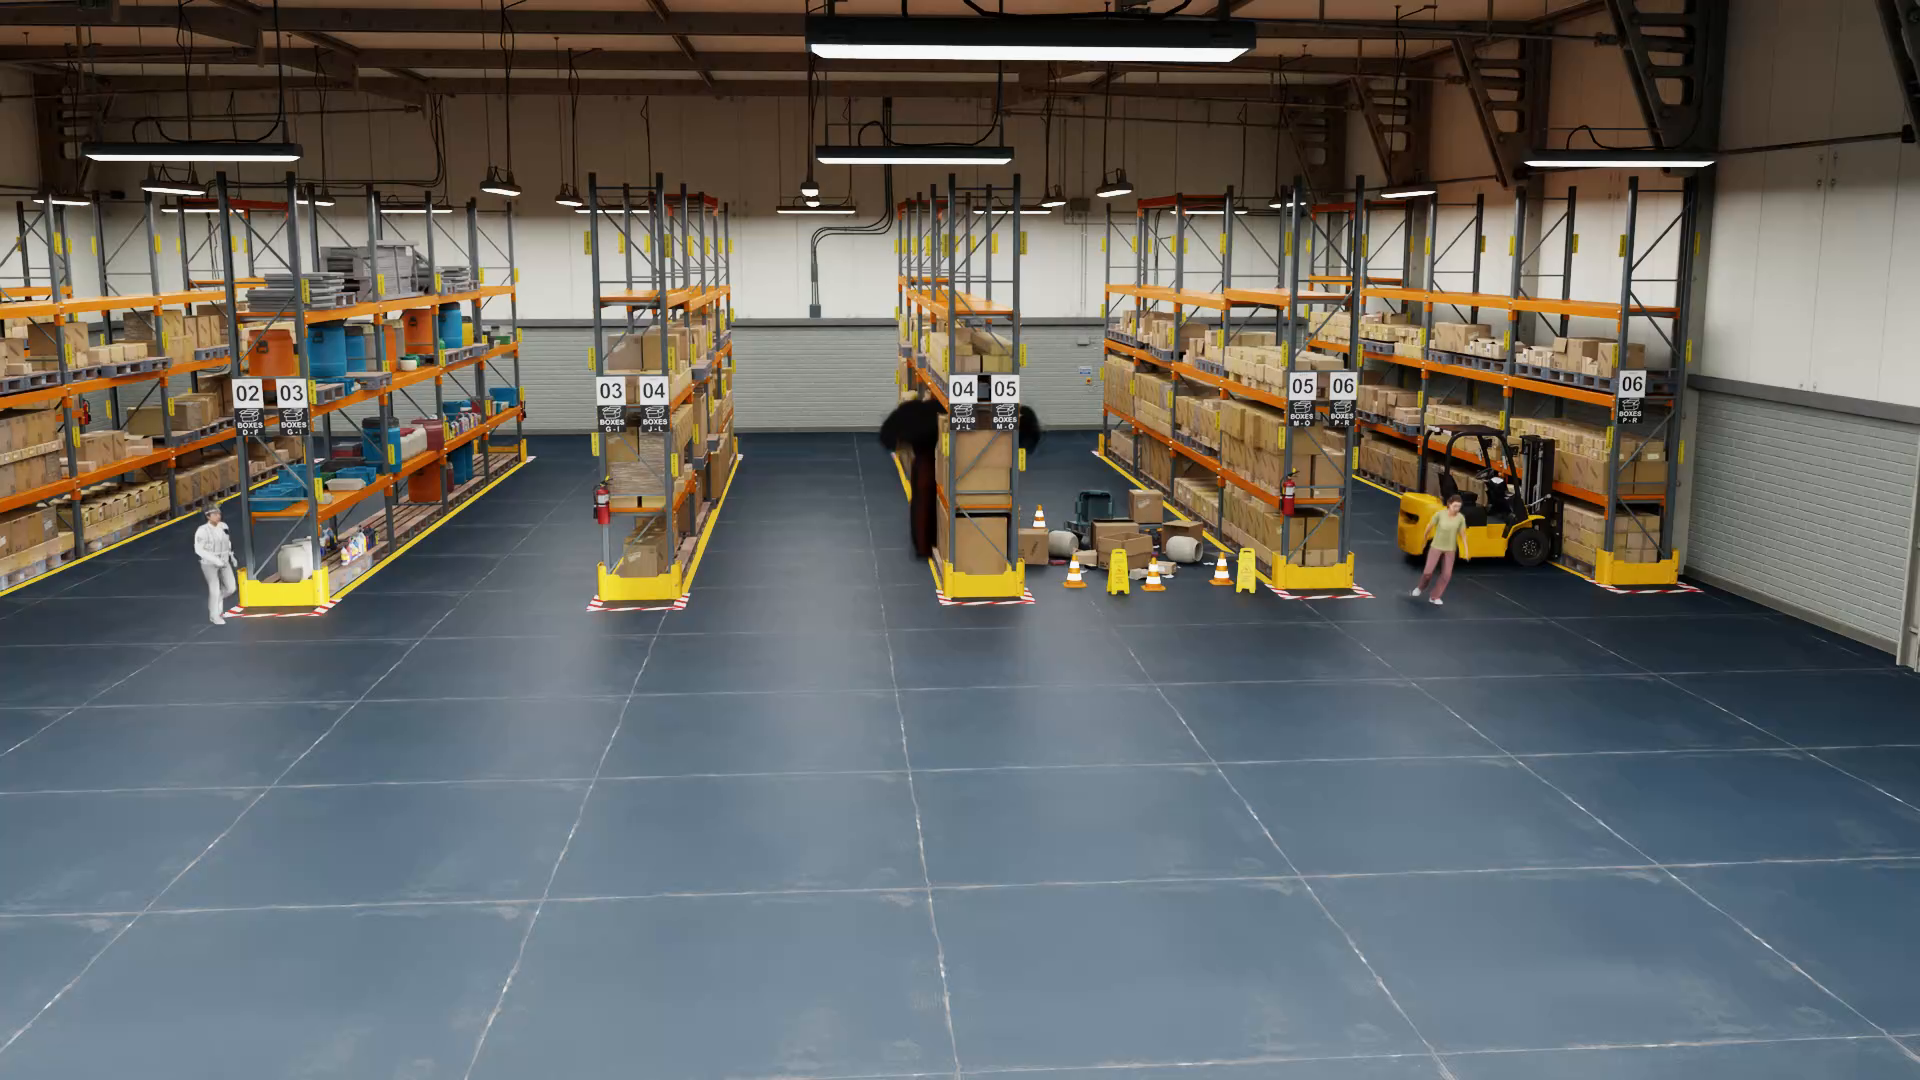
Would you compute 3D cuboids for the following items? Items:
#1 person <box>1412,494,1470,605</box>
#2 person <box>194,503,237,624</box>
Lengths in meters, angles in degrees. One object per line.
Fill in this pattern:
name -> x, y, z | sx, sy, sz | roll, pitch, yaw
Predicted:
person -> 6.772, 0.130, 23.374 | 0.710, 1.576, 0.609 | 1, 10, 4
person -> -9.919, 0.317, 22.223 | 0.583, 1.644, 0.591 | 7, 12, 35
